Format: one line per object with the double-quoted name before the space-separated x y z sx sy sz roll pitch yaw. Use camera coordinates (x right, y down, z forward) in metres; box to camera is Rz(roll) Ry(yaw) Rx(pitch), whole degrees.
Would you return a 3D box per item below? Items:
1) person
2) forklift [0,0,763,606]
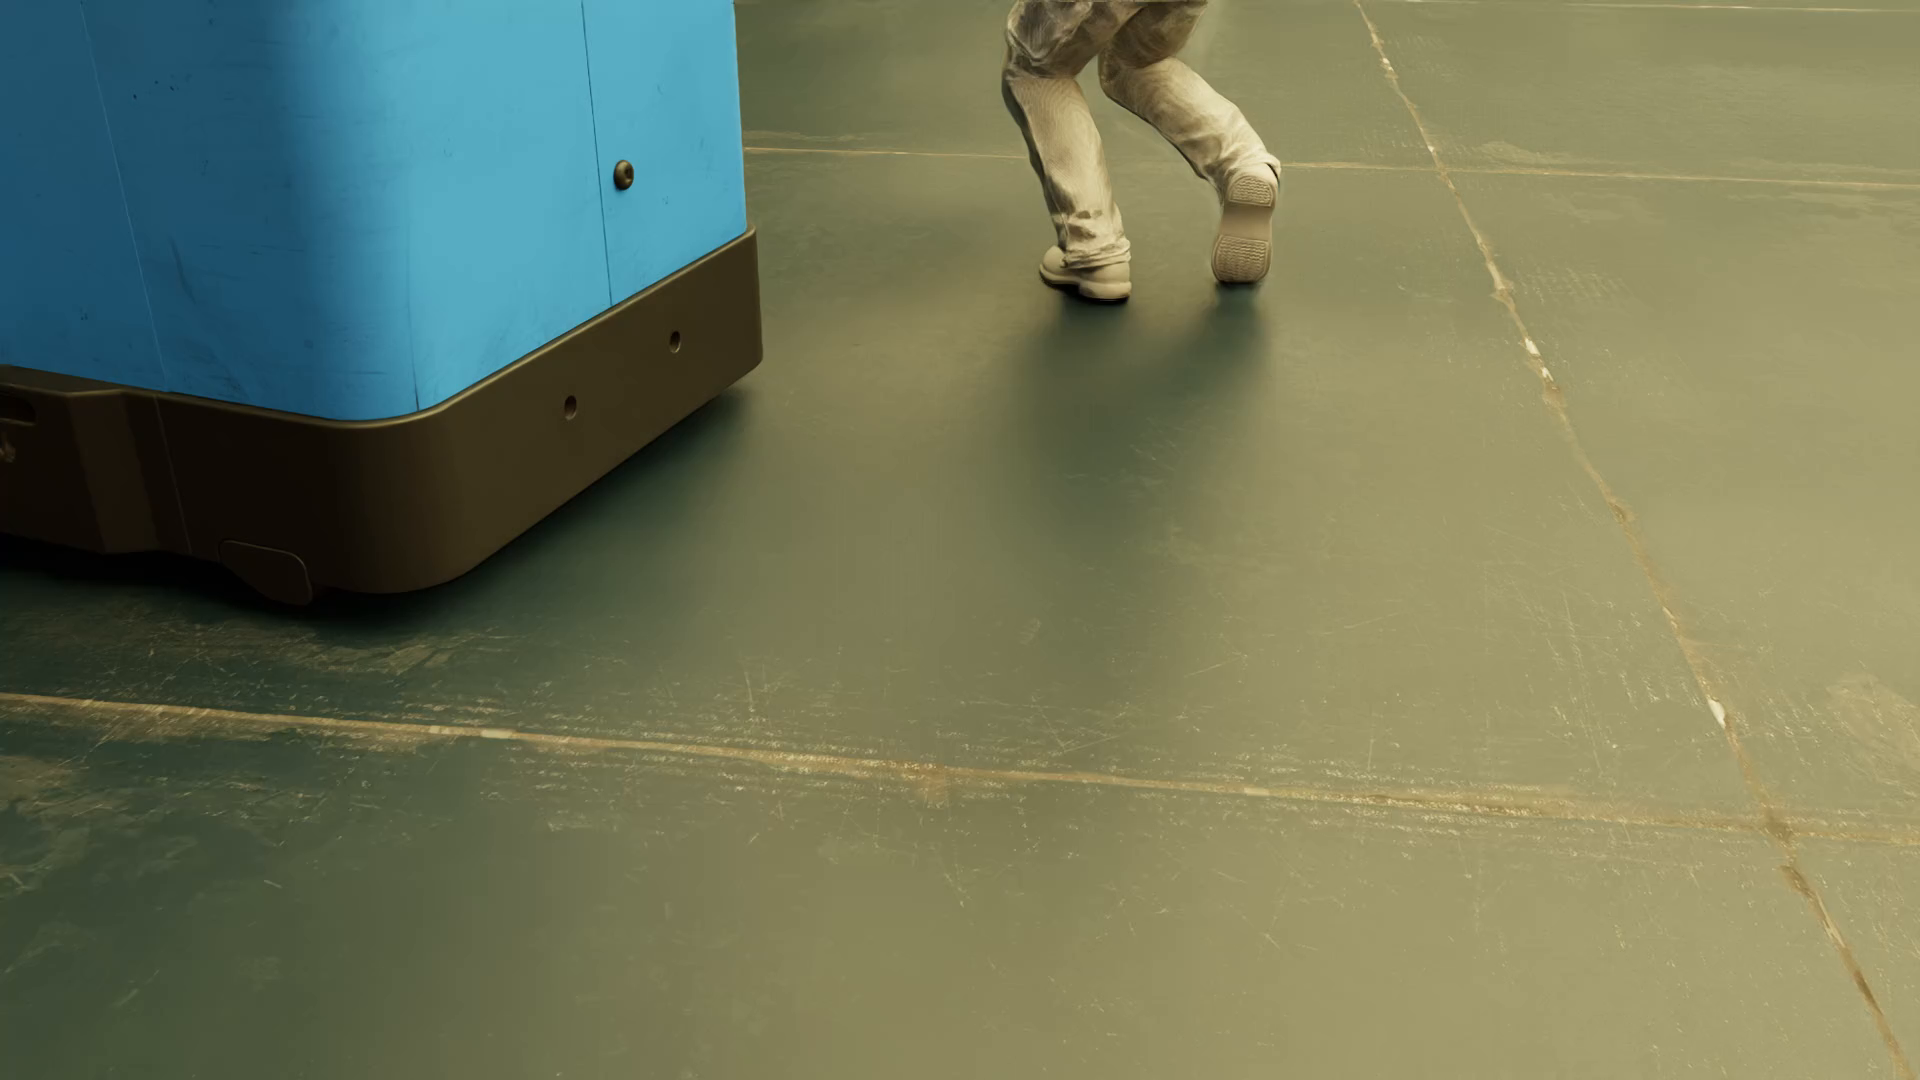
"person" 0.404 -1.282 3.341 0.586 1.593 0.959 22 34 37
"forklift" -1.925 -1.624 2.472 3.031 2.935 1.130 10 28 19
